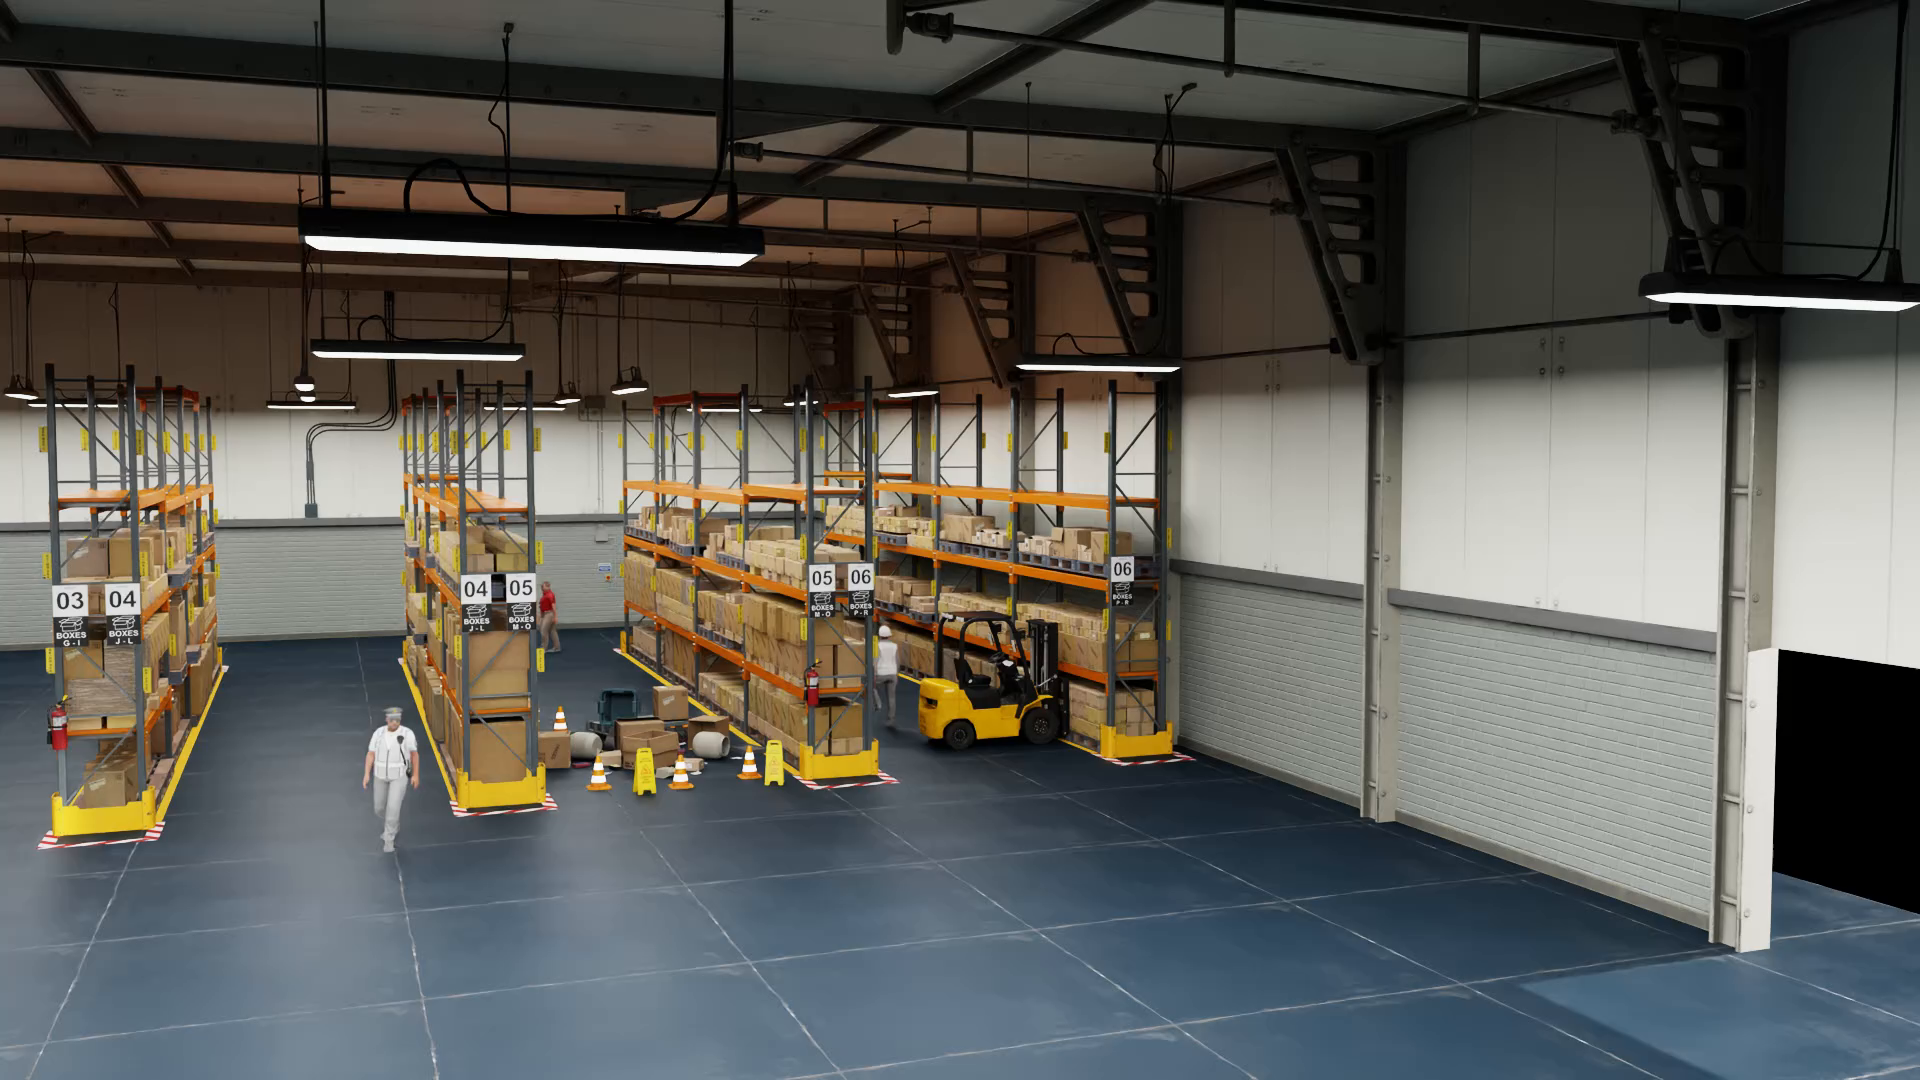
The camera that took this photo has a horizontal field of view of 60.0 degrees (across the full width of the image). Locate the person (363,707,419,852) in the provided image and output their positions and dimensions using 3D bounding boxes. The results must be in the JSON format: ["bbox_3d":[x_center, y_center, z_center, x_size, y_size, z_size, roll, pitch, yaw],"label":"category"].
[{"bbox_3d":[-7.057,2.950,20.675,0.617,1.768,0.742,0,3,-4],"label":"person"}]

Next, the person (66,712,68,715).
[{"bbox_3d":[-16.222,2.389,30.463,0.559,1.625,1.033,-1,4,-23],"label":"person"}]

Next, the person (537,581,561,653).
[{"bbox_3d":[-9.815,1.842,39.474,0.670,1.741,0.557,-1,4,-22],"label":"person"}]

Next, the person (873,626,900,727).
[{"bbox_3d":[-1.334,2.388,29.399,0.569,1.745,0.747,-2,4,-26],"label":"person"}]
